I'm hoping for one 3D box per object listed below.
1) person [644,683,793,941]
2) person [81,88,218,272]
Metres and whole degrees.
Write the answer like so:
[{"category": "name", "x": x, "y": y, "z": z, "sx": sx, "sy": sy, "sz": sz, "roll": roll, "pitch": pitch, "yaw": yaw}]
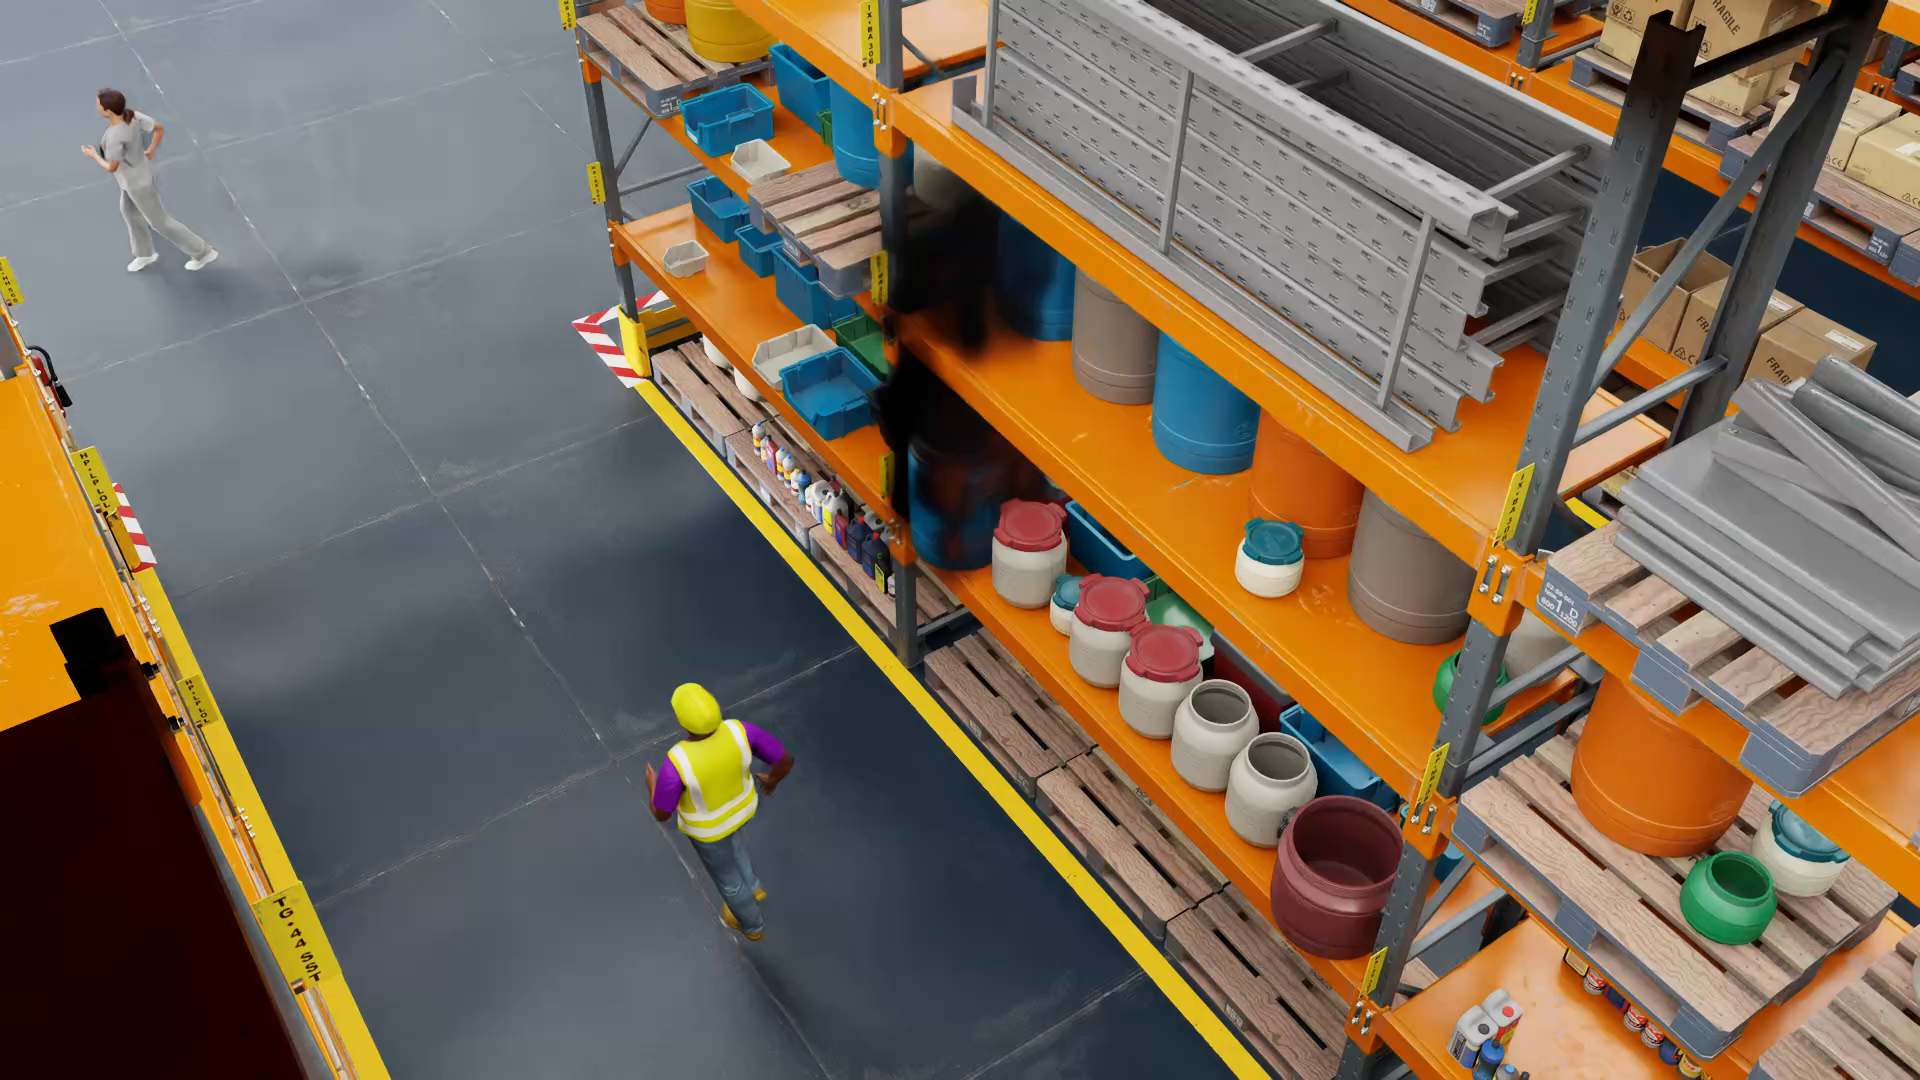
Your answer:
[{"category": "person", "x": -1.280, "y": 1.385, "z": 8.571, "sx": 0.699, "sy": 1.803, "sz": 0.640, "roll": -33, "pitch": 52, "yaw": -31}, {"category": "person", "x": -6.727, "y": -2.928, "z": 13.691, "sx": 0.838, "sy": 1.714, "sz": 0.544, "roll": -4, "pitch": 43, "yaw": -4}]
